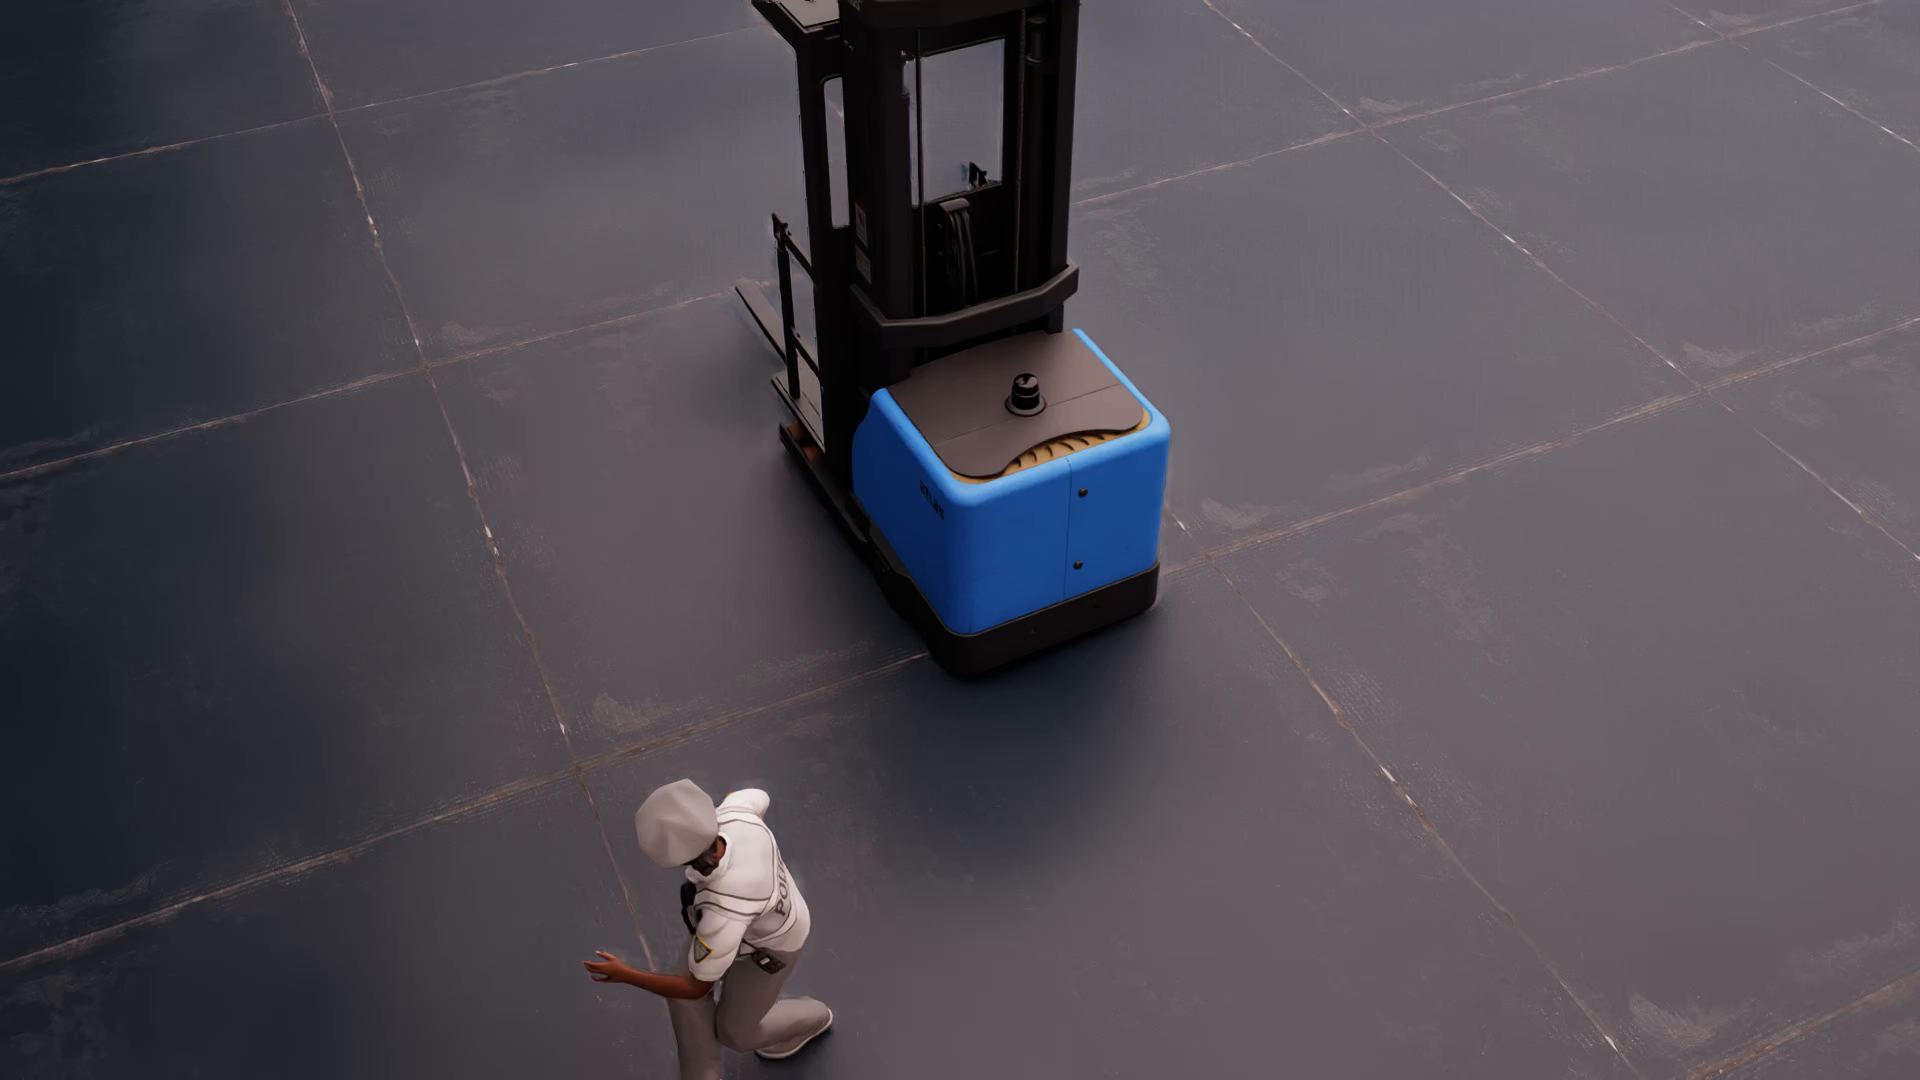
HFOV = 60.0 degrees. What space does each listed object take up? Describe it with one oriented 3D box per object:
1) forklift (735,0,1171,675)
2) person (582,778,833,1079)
[{"bbox_3d":[-0.237,-1.499,7.286,1.130,2.935,3.031,-19,46,-19],"label":"forklift"},{"bbox_3d":[-0.839,1.245,5.384,0.778,1.552,0.704,-17,46,-17],"label":"person"}]
